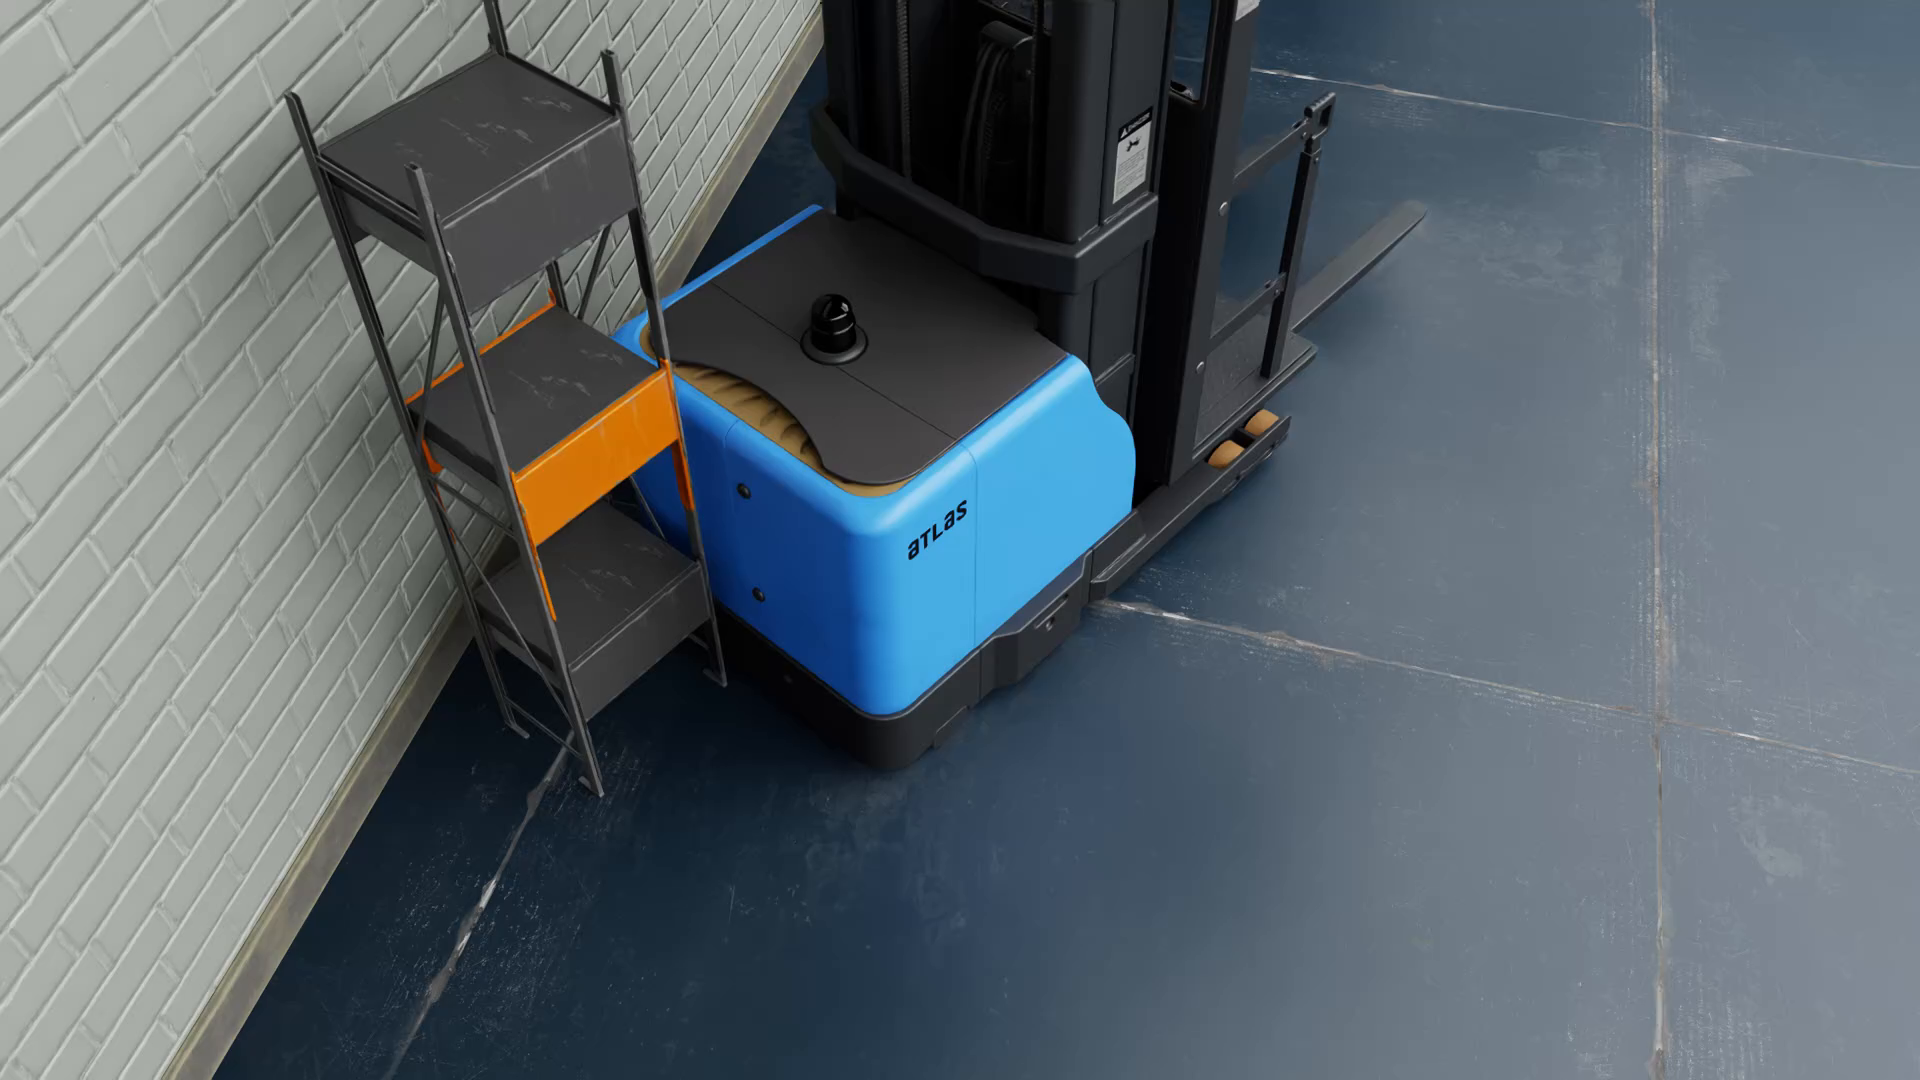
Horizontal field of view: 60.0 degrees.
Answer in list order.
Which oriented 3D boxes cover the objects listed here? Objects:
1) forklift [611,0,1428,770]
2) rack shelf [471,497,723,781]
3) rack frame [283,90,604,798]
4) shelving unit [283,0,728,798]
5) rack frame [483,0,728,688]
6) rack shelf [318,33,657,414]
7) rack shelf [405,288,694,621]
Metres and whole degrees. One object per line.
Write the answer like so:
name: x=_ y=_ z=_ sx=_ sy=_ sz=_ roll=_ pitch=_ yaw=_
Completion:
forklift: x=0.431 y=-1.358 z=4.494 sx=1.130 sy=2.935 sz=3.031 roll=34 pitch=57 yaw=26
rack shelf: x=-0.994 y=0.254 z=4.577 sx=0.431 sy=0.518 sz=0.480 roll=31 pitch=56 yaw=25
rack frame: x=-1.148 y=-0.077 z=3.917 sx=0.400 sy=2.100 sz=0.015 roll=31 pitch=56 yaw=25
shelving unit: x=-0.994 y=-0.219 z=4.042 sx=0.431 sy=2.100 sz=0.503 roll=31 pitch=56 yaw=25
rack frame: x=-0.840 y=-0.360 z=4.168 sx=0.400 sy=2.100 sz=0.015 roll=31 pitch=56 yaw=25
rack shelf: x=-0.994 y=-0.673 z=3.528 sx=0.431 sy=0.518 sz=0.480 roll=31 pitch=56 yaw=25
rack shelf: x=-0.994 y=-0.210 z=4.052 sx=0.431 sy=0.518 sz=0.480 roll=31 pitch=56 yaw=25
